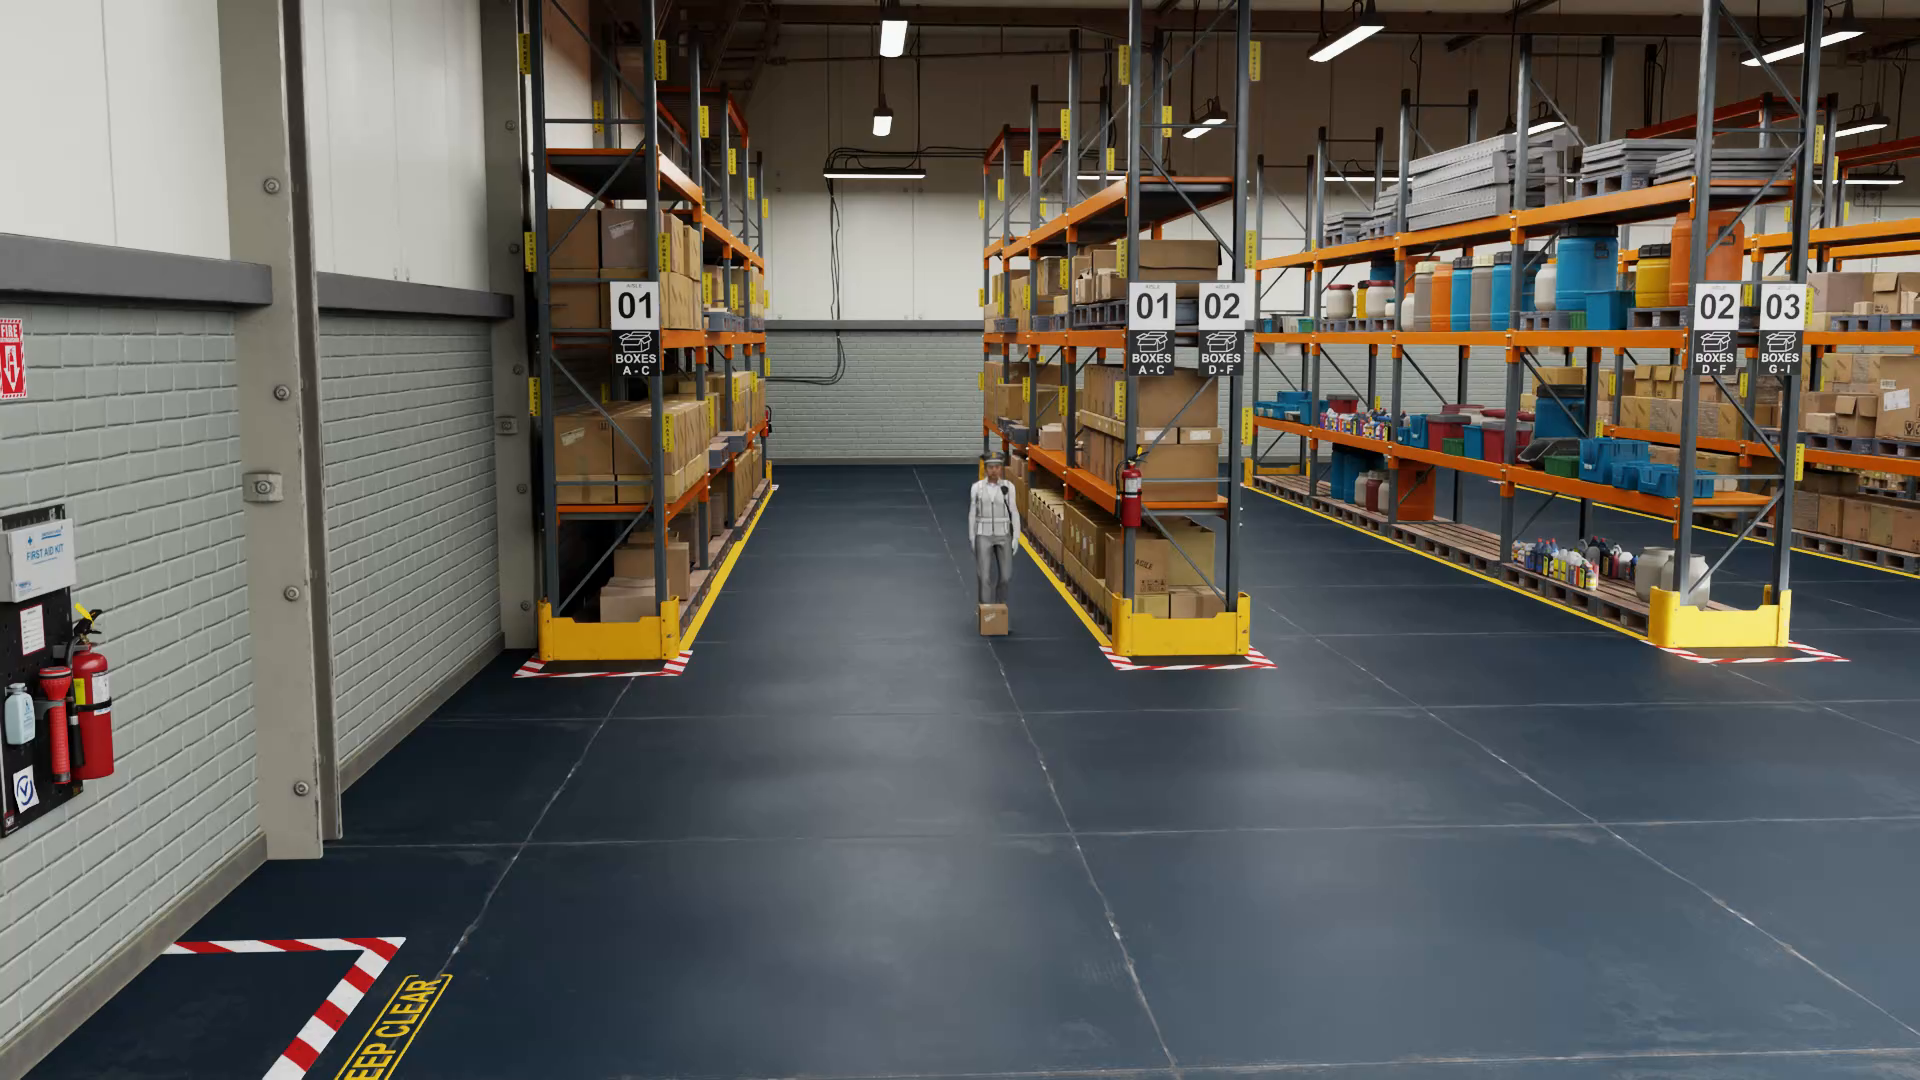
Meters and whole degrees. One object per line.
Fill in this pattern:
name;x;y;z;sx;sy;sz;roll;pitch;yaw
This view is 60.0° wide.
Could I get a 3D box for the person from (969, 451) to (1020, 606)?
person;0.328;0.013;15.874;0.487;1.726;0.383;0;7;-2
